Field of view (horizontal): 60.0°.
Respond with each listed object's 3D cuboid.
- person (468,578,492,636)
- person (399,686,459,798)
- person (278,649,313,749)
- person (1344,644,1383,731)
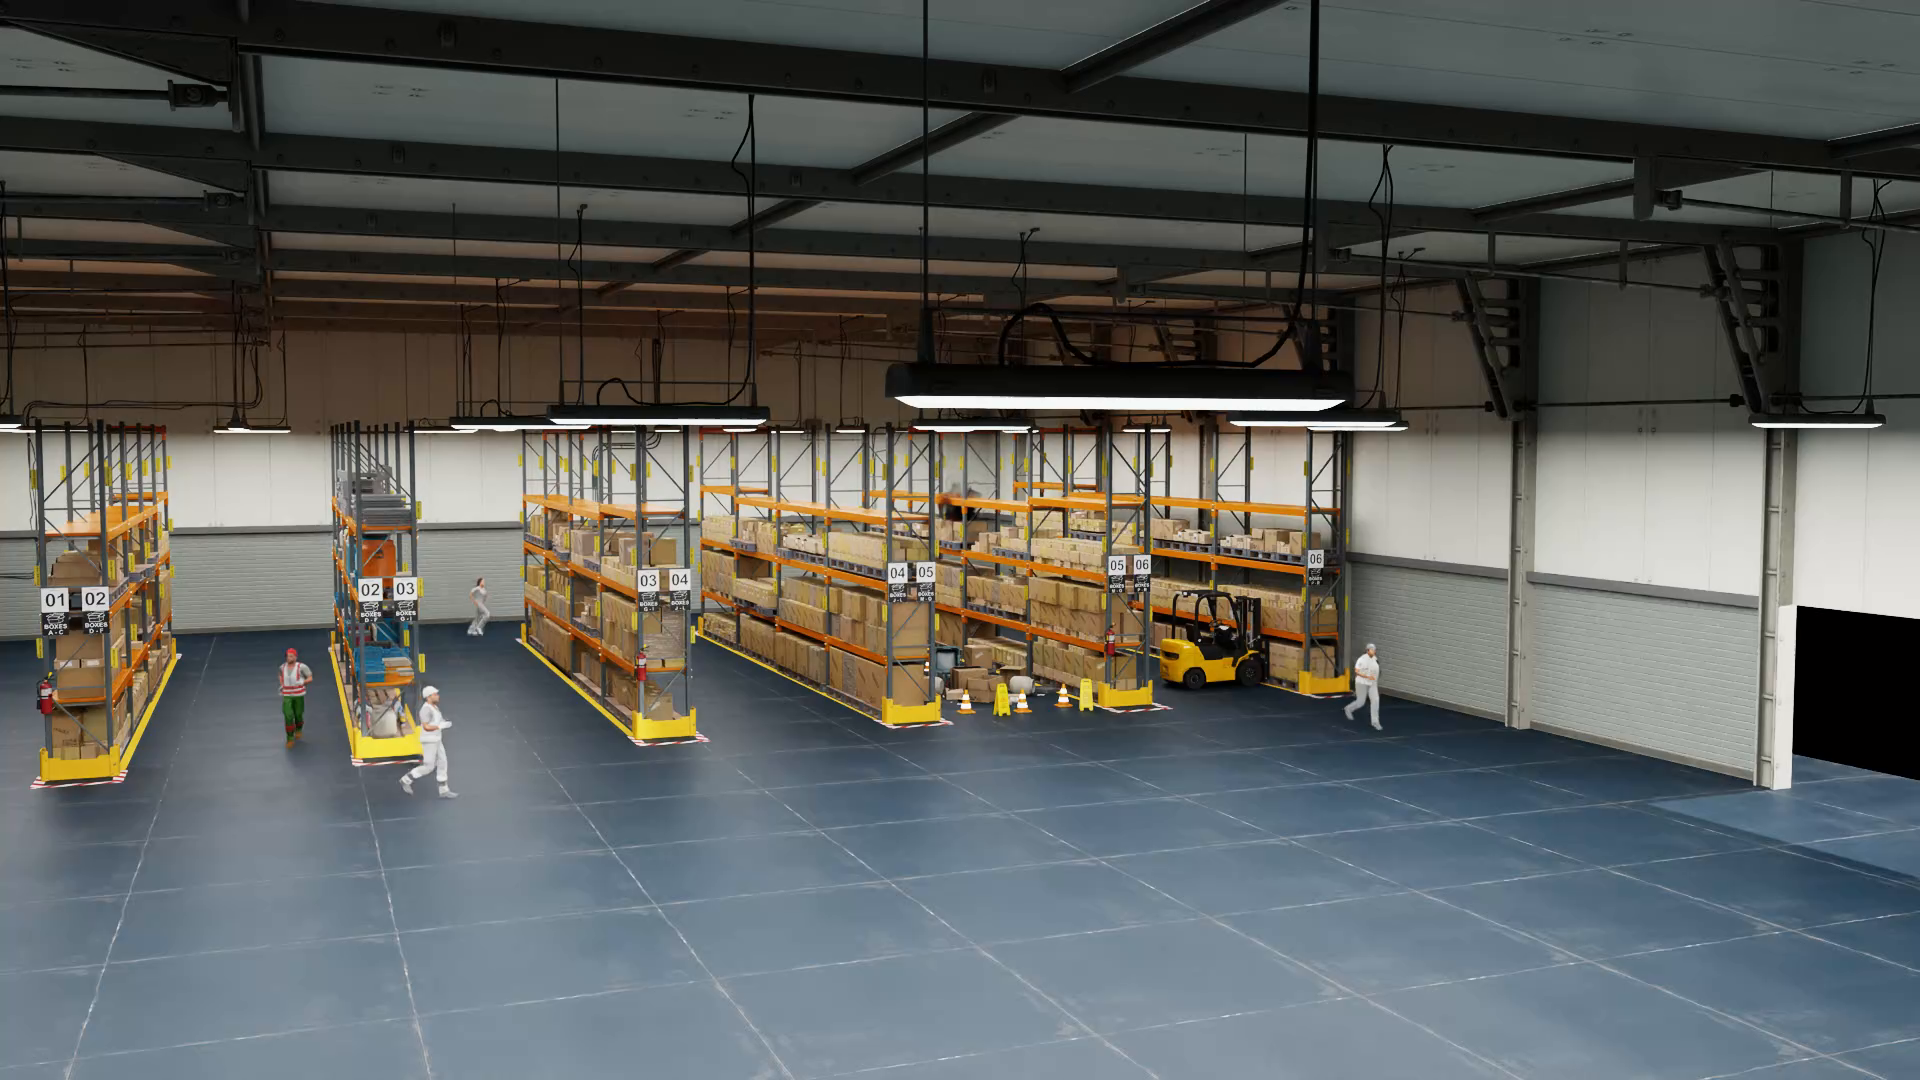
[{"bbox_3d":[-13.789,1.910,47.756,0.703,1.651,0.554,0,4,4],"label":"person"},{"bbox_3d":[-8.363,3.181,26.163,0.908,1.770,0.668,0,4,-2],"label":"person"},{"bbox_3d":[-12.305,2.898,30.776,0.634,1.803,0.929,-1,4,-11],"label":"person"},{"bbox_3d":[7.983,2.857,32.739,0.628,1.669,0.970,-2,4,-34],"label":"person"}]
